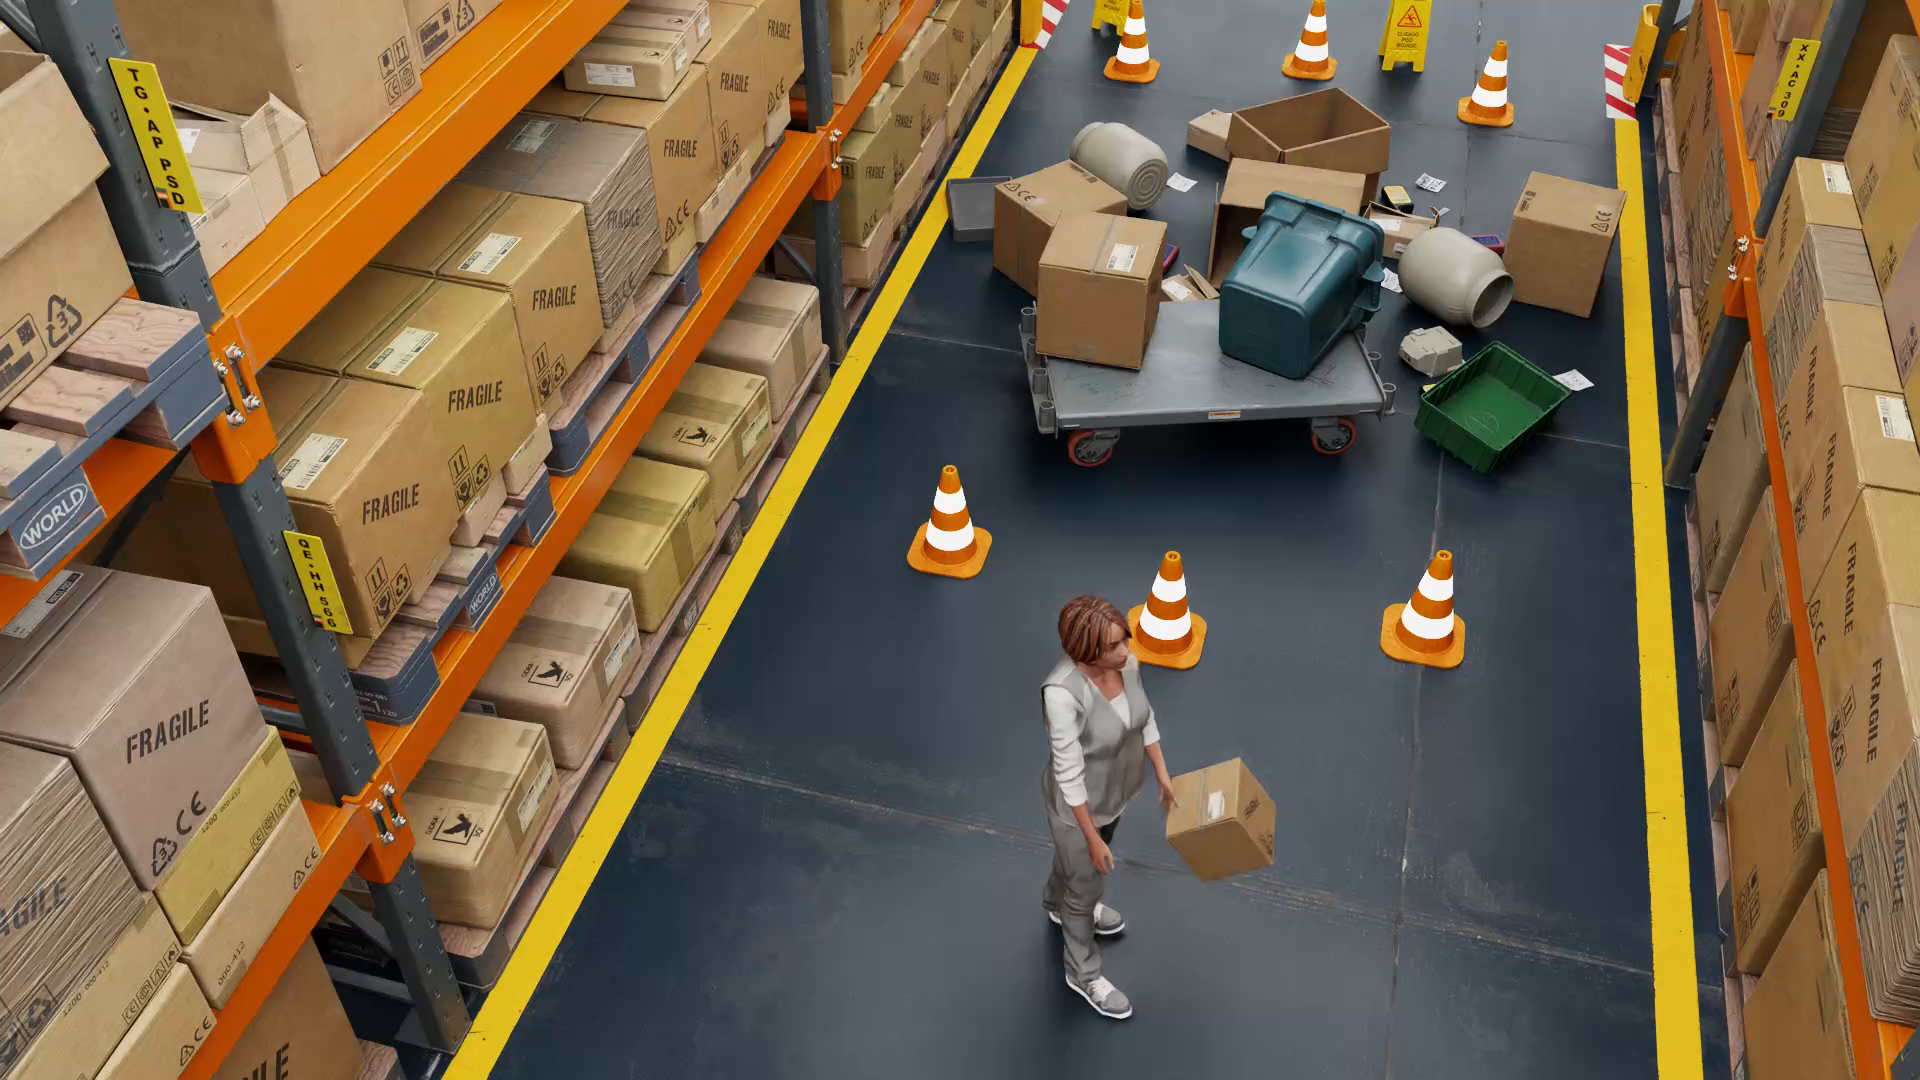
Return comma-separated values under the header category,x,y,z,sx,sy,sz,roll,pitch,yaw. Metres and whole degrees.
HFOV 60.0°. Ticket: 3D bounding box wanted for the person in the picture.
category,x,y,z,sx,sy,sz,roll,pitch,yaw
person,0.445,0.843,5.206,0.538,1.595,0.500,33,51,32
